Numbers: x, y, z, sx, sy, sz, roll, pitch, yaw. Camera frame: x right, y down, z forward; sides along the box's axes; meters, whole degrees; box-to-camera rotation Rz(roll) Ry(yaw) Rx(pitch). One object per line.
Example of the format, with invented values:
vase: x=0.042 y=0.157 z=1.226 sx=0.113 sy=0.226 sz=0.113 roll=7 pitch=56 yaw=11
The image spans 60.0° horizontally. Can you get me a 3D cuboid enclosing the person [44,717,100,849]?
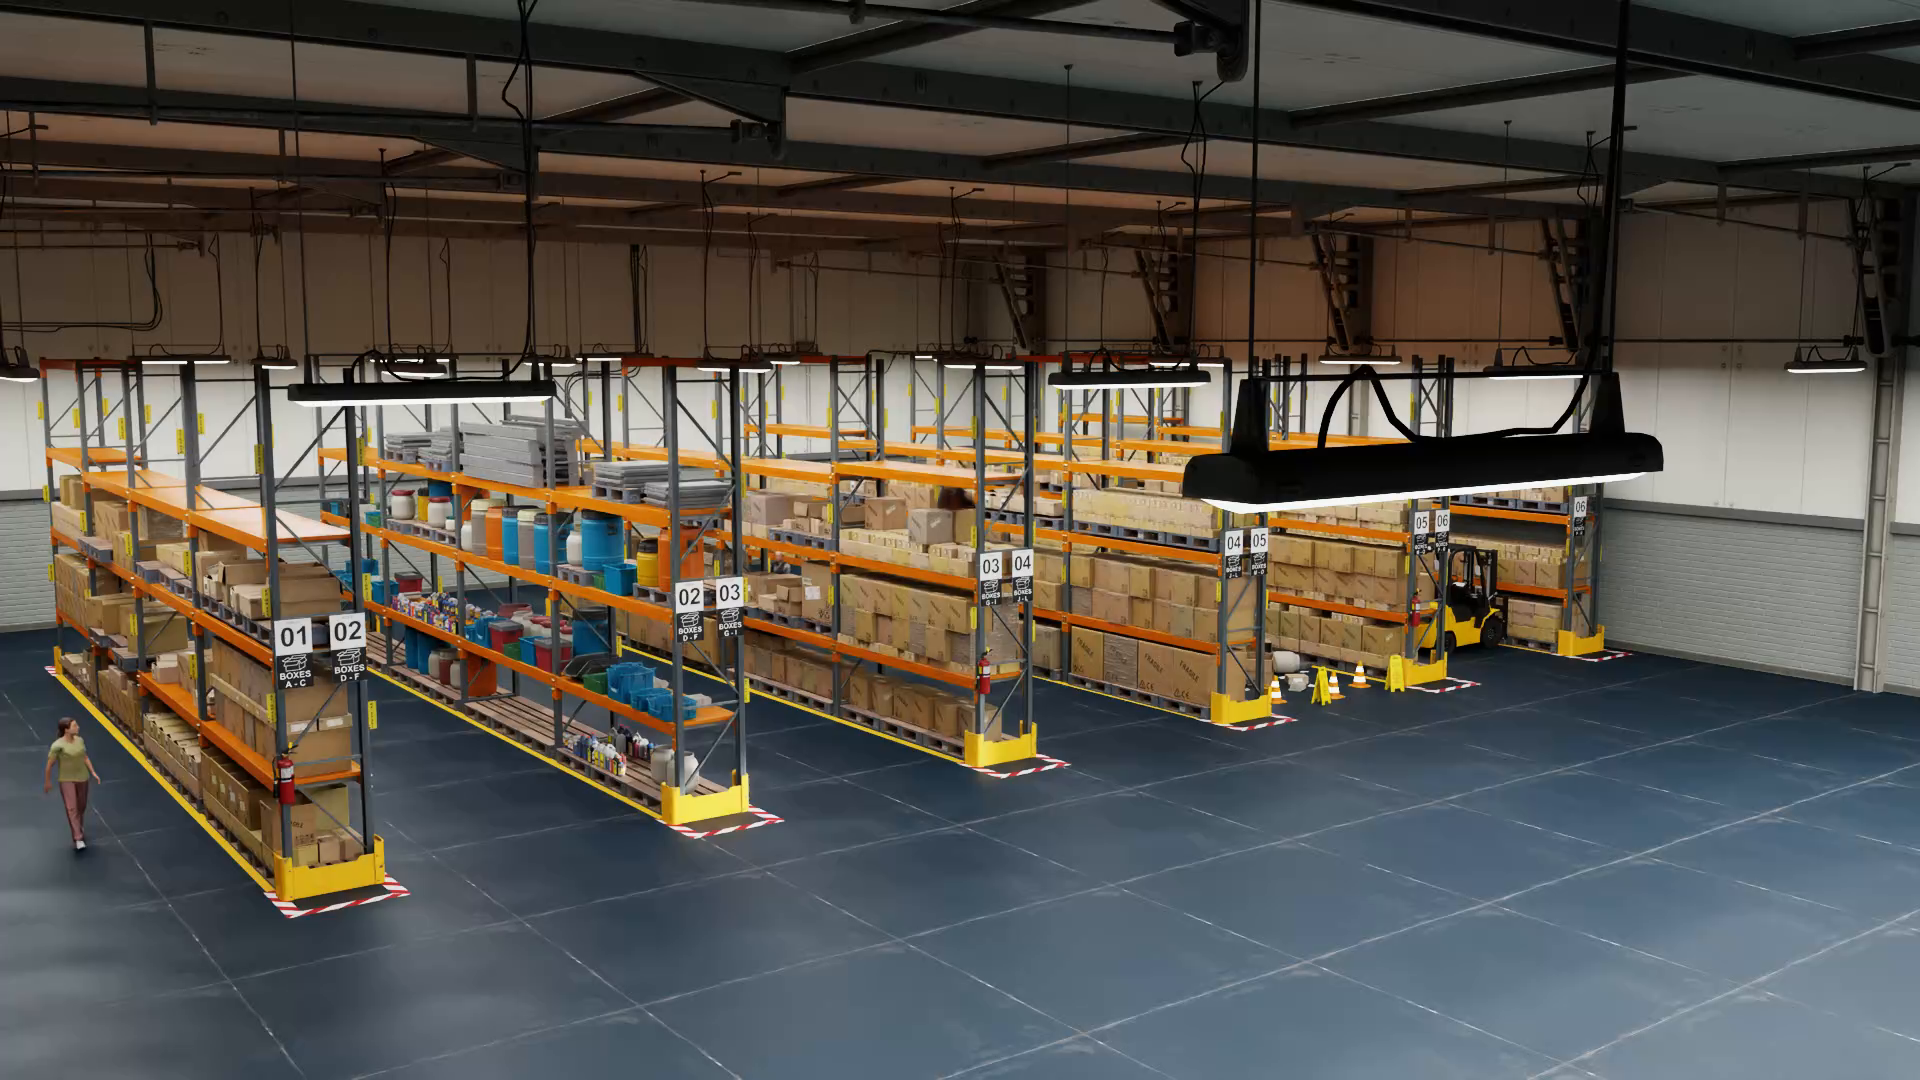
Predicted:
person: x=-11.188 y=3.021 z=20.943 sx=0.624 sy=1.621 sz=1.064 roll=-6 pitch=9 yaw=-40

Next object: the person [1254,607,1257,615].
person: x=6.699 y=0.984 z=37.991 sx=0.507 sy=1.588 sz=0.423 roll=-2 pitch=7 yaw=-19

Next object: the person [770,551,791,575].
person: x=-3.961 y=1.101 z=36.413 sx=0.605 sy=1.725 sz=0.390 roll=4 pitch=8 yaw=31
